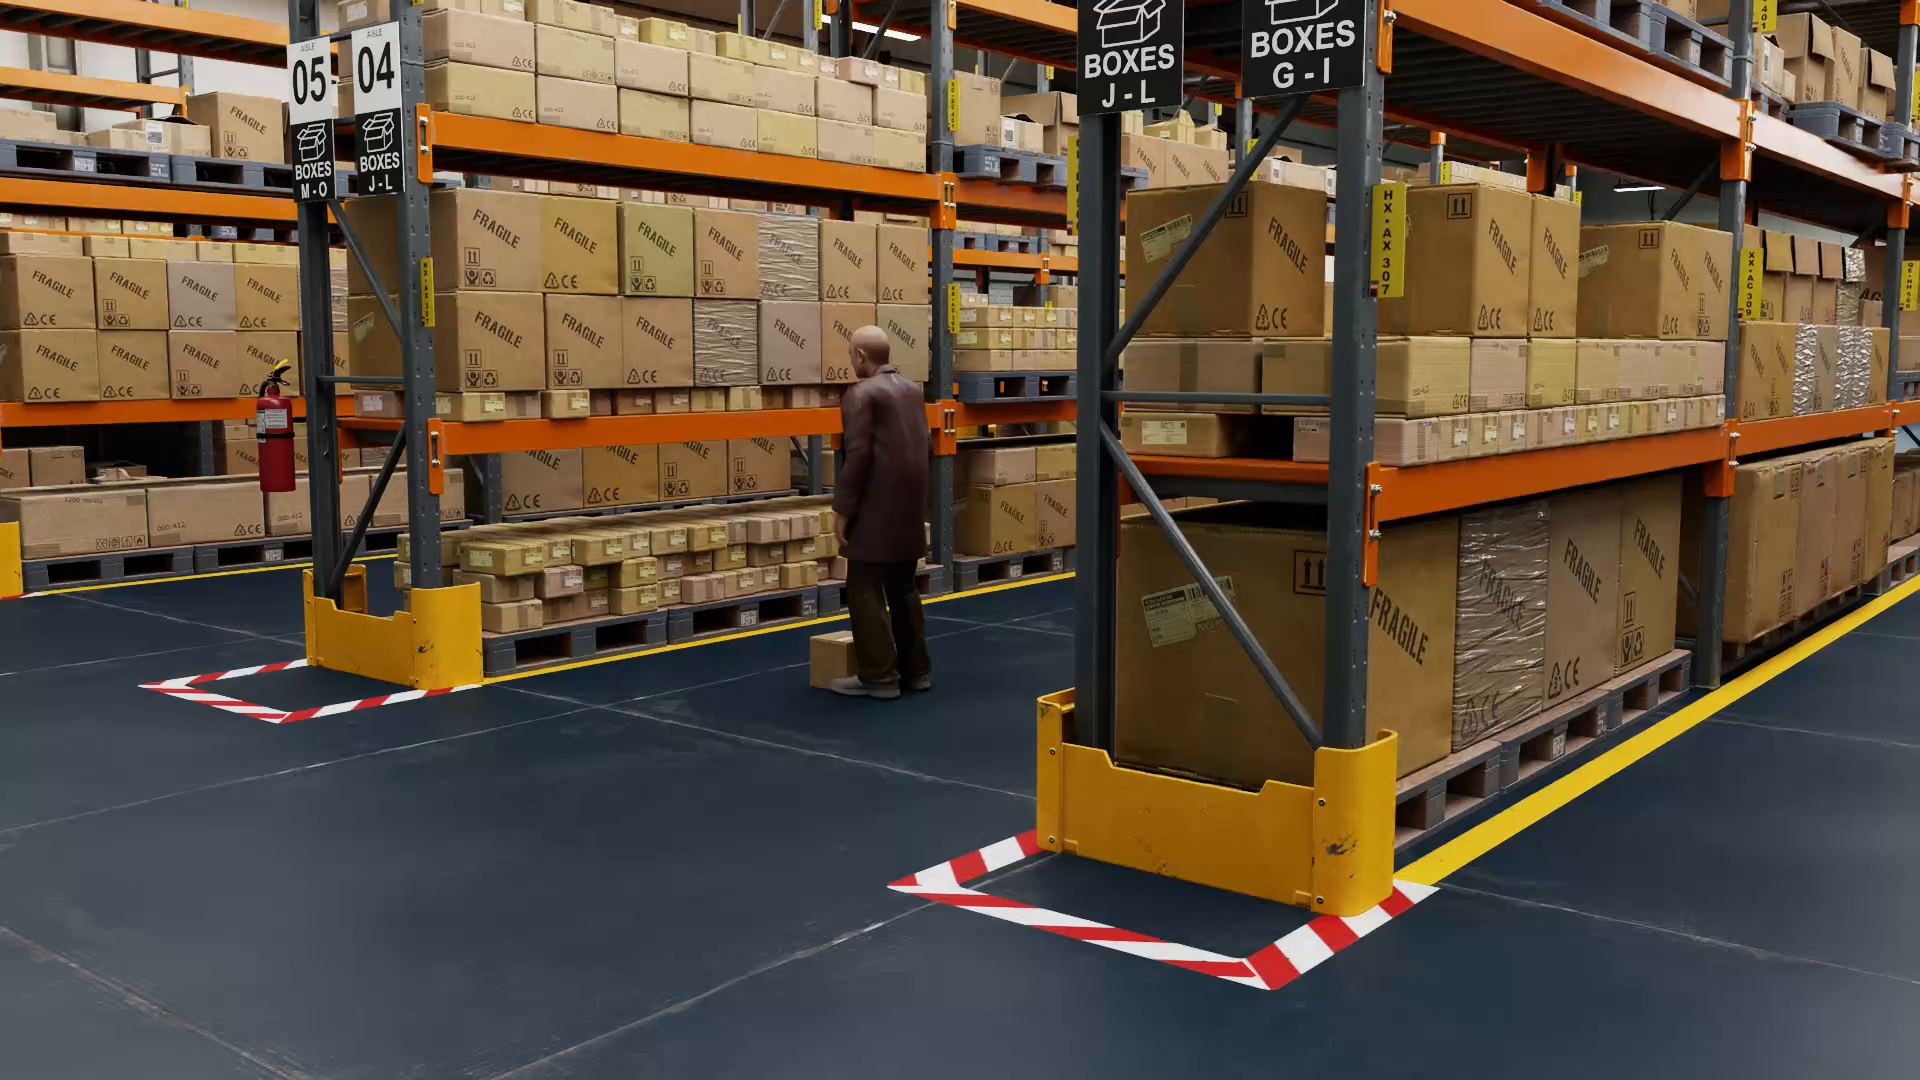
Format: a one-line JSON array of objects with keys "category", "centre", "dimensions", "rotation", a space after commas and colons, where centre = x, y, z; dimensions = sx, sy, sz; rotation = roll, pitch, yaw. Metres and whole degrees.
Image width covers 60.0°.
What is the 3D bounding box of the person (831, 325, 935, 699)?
[{"category": "person", "centre": [-0.373, -0.139, 8.003], "dimensions": [0.415, 1.774, 0.654], "rotation": [5, 8, 37]}]
